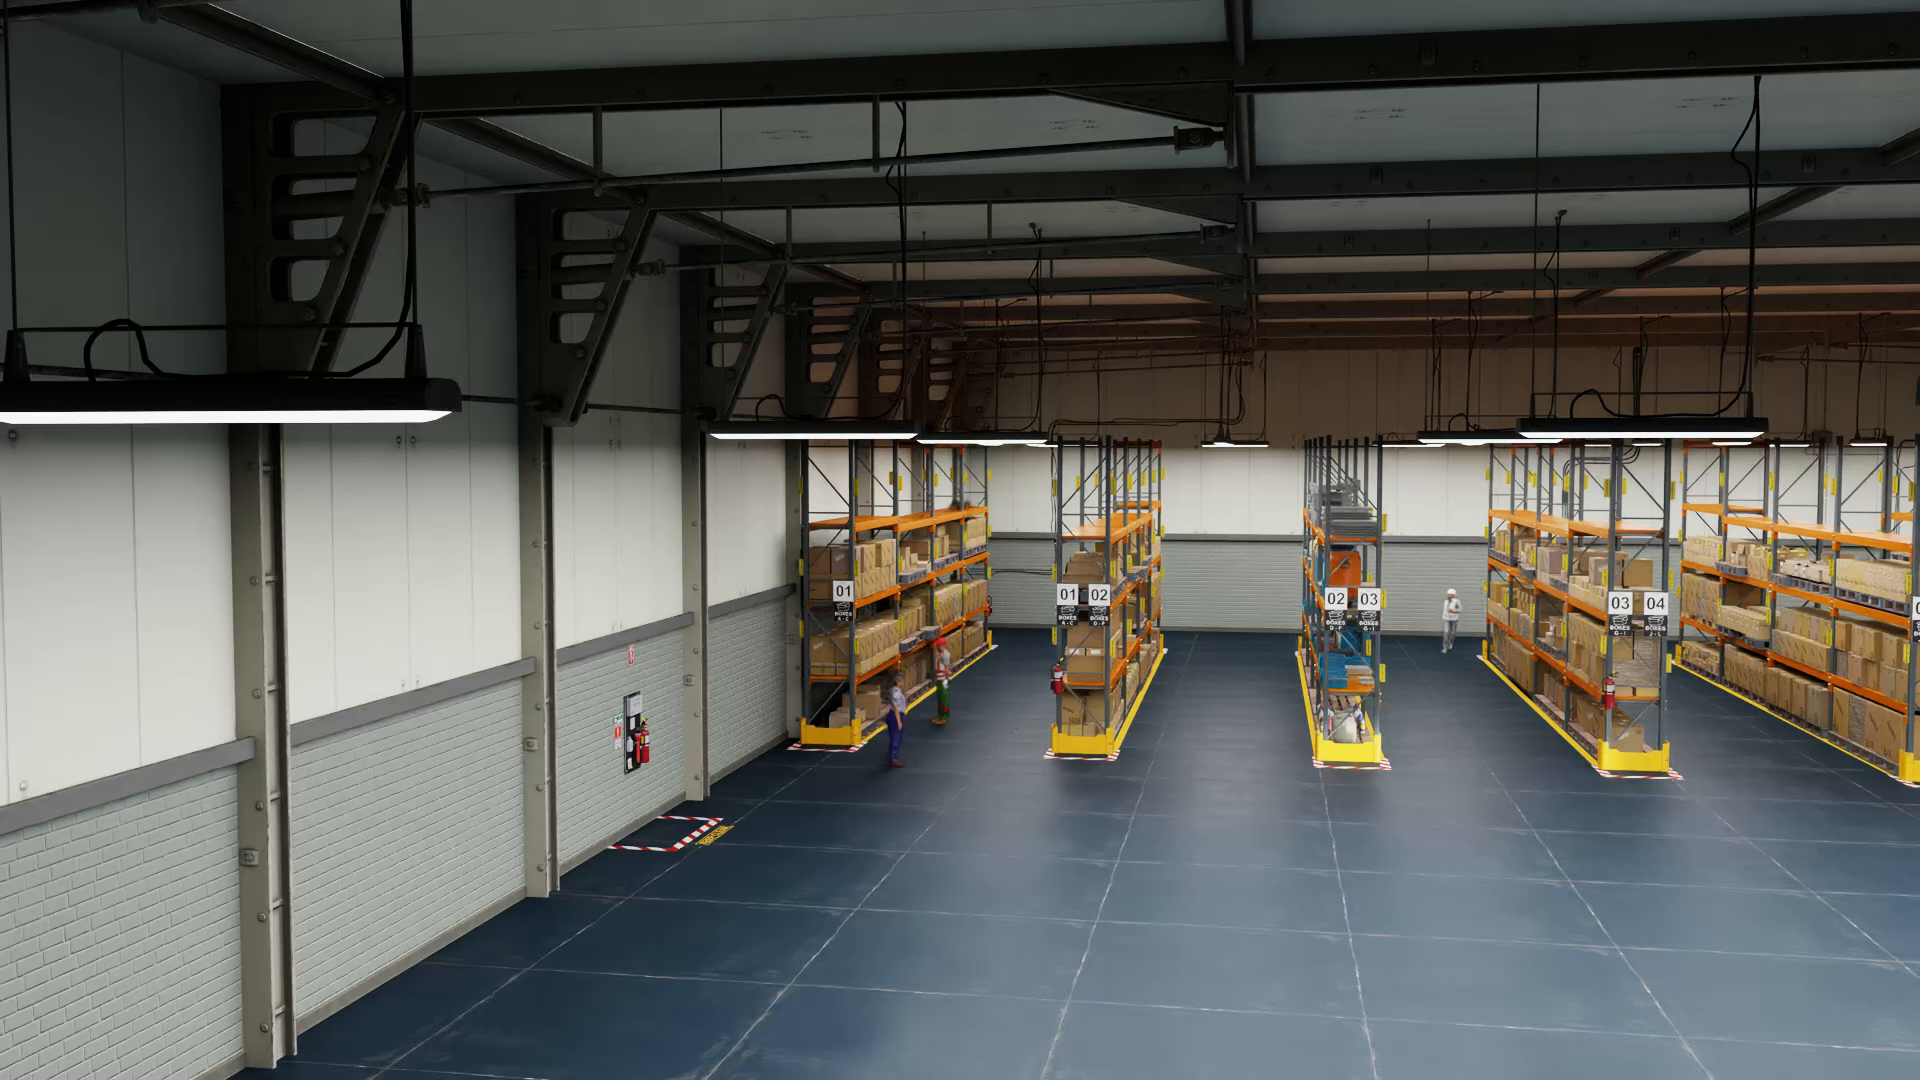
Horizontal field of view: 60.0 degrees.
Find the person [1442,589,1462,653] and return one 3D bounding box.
[{"bbox_3d":[14.011,2.295,47.344,0.532,1.830,0.787,1,3,13],"label":"person"}]

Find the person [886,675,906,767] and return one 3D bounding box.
[{"bbox_3d":[-1.164,3.312,30.148,0.366,1.729,0.565,0,3,-5],"label":"person"}]

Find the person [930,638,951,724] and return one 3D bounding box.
[{"bbox_3d":[-0.405,2.937,34.819,0.417,1.791,0.605,-1,3,-13],"label":"person"}]
